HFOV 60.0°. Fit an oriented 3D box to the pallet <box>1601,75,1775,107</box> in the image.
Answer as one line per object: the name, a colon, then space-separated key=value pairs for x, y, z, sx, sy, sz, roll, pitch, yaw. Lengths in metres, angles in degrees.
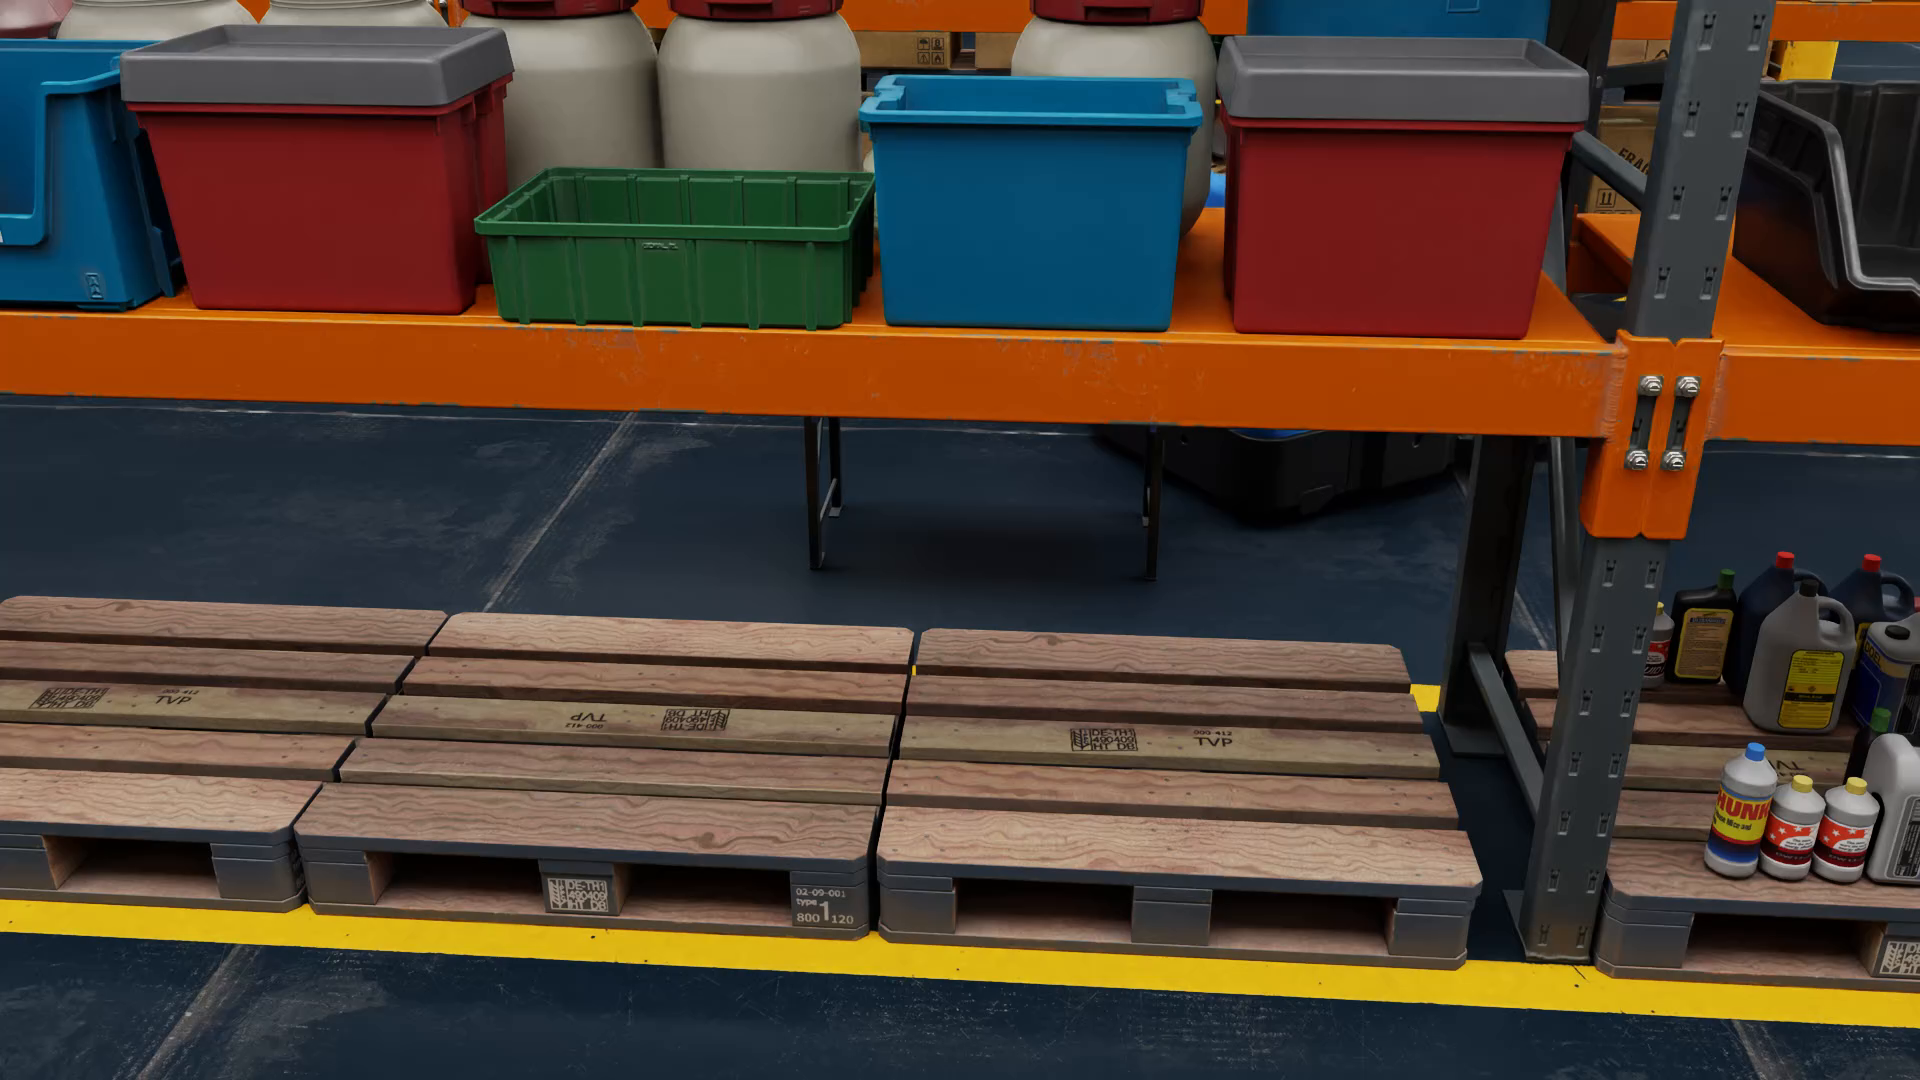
pallet: x=5.297 y=-3.437 z=12.467 sx=1.213 sy=0.211 sz=1.003 roll=2 pitch=25 yaw=4

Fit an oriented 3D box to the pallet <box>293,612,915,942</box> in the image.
pallet: x=-0.753 y=0.509 z=3.890 sx=1.213 sy=0.211 sz=1.003 roll=2 pitch=25 yaw=4

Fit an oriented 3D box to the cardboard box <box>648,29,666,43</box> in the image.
cardboard box: x=-2.552 y=-3.934 z=12.699 sx=0.500 sy=0.500 sz=0.500 roll=2 pitch=25 yaw=4

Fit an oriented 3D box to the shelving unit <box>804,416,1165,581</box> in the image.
shelving unit: x=0.085 y=-0.679 z=4.931 sx=1.048 sy=1.500 sz=0.538 roll=2 pitch=25 yaw=4

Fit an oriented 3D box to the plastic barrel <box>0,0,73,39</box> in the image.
plastic barrel: x=-2.250 y=-1.012 z=3.697 sx=0.708 sy=0.536 sz=0.600 roll=2 pitch=25 yaw=4

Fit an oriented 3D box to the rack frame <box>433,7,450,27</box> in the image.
rack frame: x=-2.356 y=-2.903 z=7.970 sx=0.127 sy=3.000 sz=1.000 roll=2 pitch=25 yaw=4

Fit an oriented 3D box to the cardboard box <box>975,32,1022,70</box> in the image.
cardboard box: x=0.525 y=-4.022 z=12.592 sx=0.750 sy=0.750 sz=1.050 roll=2 pitch=25 yaw=4

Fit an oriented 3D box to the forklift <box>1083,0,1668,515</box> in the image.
forklift: x=1.961 y=-1.853 z=5.771 sx=3.031 sy=2.935 sz=1.130 roll=-14 pitch=28 yaw=-28

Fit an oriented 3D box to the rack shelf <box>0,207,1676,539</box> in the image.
rack shelf: x=-0.741 y=-0.448 z=3.495 sx=4.000 sy=0.370 sz=1.077 roll=2 pitch=25 yaw=4

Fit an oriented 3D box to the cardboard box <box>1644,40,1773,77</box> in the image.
cardboard box: x=5.419 y=-3.931 z=12.243 sx=0.875 sy=0.875 sz=0.875 roll=2 pitch=25 yaw=4

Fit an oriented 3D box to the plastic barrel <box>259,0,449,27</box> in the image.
plastic barrel: x=-1.274 y=-0.932 z=3.553 sx=0.421 sy=0.512 sz=0.421 roll=0 pitch=25 yaw=0

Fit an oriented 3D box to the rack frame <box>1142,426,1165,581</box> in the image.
rack frame: x=0.592 y=-0.662 z=4.895 sx=0.032 sy=1.500 sz=0.500 roll=2 pitch=25 yaw=4

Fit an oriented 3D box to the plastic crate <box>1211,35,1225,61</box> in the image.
plastic crate: x=2.386 y=-4.128 z=13.928 sx=0.662 sy=0.188 sz=0.450 roll=16 pitch=39 yaw=31

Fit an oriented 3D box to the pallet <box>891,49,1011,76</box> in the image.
pallet: x=0.117 y=-3.603 z=12.828 sx=1.213 sy=0.211 sz=1.003 roll=2 pitch=25 yaw=4

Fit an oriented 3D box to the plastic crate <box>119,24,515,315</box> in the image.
plastic crate: x=-1.148 y=-0.688 z=3.081 sx=0.583 sy=0.464 sz=0.402 roll=2 pitch=25 yaw=4

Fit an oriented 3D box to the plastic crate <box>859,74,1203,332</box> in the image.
plastic crate: x=0.129 y=-0.609 z=3.004 sx=0.575 sy=0.384 sz=0.392 roll=2 pitch=25 yaw=4

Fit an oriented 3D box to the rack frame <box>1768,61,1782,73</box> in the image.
rack frame: x=6.101 y=-4.711 z=11.899 sx=0.127 sy=3.000 sz=1.000 roll=2 pitch=25 yaw=4

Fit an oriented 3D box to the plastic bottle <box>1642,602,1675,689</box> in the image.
plastic bottle: x=1.638 y=0.243 z=3.956 sx=0.097 sy=0.201 sz=0.097 roll=0 pitch=25 yaw=0

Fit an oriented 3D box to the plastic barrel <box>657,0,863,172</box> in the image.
plastic barrel: x=-0.416 y=-0.918 z=3.493 sx=0.433 sy=0.535 sz=0.433 roll=0 pitch=25 yaw=0

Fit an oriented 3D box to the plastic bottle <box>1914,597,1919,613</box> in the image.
plastic bottle: x=2.274 y=0.218 z=3.911 sx=0.133 sy=0.283 sz=0.061 roll=3 pitch=25 yaw=8

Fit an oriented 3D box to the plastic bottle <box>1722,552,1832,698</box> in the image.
plastic bottle: x=1.917 y=0.194 z=3.884 sx=0.185 sy=0.351 sz=0.144 roll=1 pitch=25 yaw=3

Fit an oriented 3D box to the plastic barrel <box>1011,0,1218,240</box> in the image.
plastic barrel: x=0.316 y=-0.894 z=3.442 sx=0.433 sy=0.535 sz=0.433 roll=0 pitch=25 yaw=0

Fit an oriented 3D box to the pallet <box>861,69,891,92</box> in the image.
pallet: x=-1.096 y=-3.643 z=12.915 sx=1.213 sy=0.211 sz=1.003 roll=2 pitch=25 yaw=4

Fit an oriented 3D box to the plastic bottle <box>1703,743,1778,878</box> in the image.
plastic bottle: x=1.537 y=0.522 z=3.265 sx=0.097 sy=0.271 sz=0.097 roll=0 pitch=25 yaw=0

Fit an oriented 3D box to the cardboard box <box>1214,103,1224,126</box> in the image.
cardboard box: x=1.021 y=-1.868 z=8.185 sx=0.500 sy=0.500 sz=0.700 roll=0 pitch=25 yaw=0

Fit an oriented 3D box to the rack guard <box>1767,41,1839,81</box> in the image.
rack guard: x=6.124 y=-3.574 z=12.420 sx=0.348 sy=0.500 sz=1.175 roll=2 pitch=25 yaw=4

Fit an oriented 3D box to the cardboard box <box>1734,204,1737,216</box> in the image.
cardboard box: x=3.777 y=-1.762 z=7.978 sx=0.500 sy=0.500 sz=0.500 roll=4 pitch=25 yaw=9

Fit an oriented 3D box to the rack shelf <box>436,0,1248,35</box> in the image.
rack shelf: x=-0.362 y=-2.512 z=7.981 sx=4.000 sy=0.370 sz=1.077 roll=2 pitch=25 yaw=4

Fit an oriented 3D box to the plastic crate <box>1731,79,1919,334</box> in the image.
plastic crate: x=1.765 y=-0.613 z=3.067 sx=0.504 sy=0.338 sz=0.767 roll=2 pitch=25 yaw=4

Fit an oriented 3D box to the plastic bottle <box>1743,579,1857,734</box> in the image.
plastic bottle: x=1.906 y=0.254 z=3.753 sx=0.185 sy=0.351 sz=0.144 roll=2 pitch=25 yaw=4

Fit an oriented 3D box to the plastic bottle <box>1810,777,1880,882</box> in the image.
plastic bottle: x=1.740 y=0.560 z=3.265 sx=0.097 sy=0.201 sz=0.097 roll=0 pitch=25 yaw=0

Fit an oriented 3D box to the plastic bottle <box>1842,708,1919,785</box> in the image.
plastic bottle: x=1.869 y=0.471 z=3.361 sx=0.133 sy=0.283 sz=0.061 roll=2 pitch=25 yaw=4
